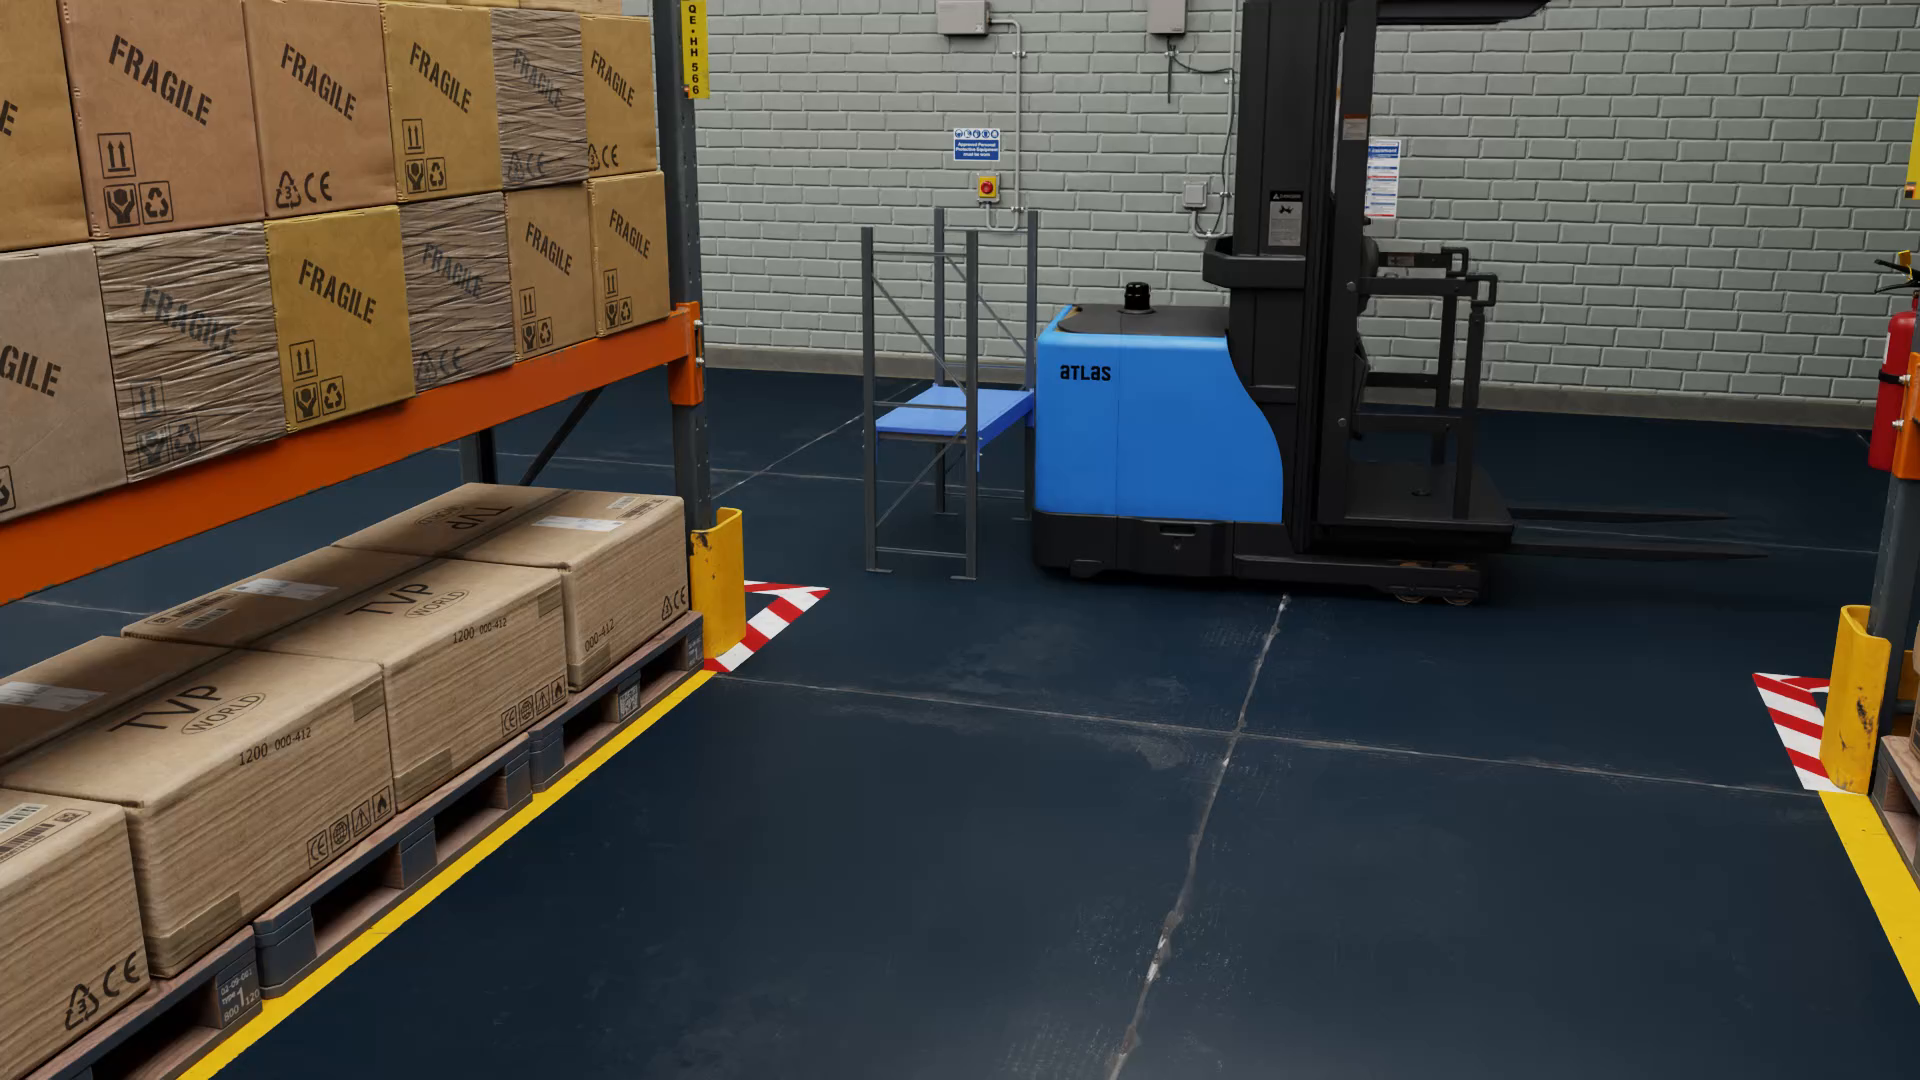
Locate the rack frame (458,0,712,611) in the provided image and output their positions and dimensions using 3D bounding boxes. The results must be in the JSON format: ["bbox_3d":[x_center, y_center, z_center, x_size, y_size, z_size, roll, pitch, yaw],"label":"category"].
[{"bbox_3d":[-1.437,-1.074,6.119,1.000,3.000,0.127,5,16,16],"label":"rack frame"}]

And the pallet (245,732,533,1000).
[{"bbox_3d":[-1.938,0.801,4.619,1.003,0.211,1.213,5,16,16],"label":"pallet"}]

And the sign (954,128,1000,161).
[{"bbox_3d":[0.114,-2.701,11.359,0.327,0.218,0.001,5,16,16],"label":"sign"}]

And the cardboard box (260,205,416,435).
[{"bbox_3d":[-1.748,-0.574,4.172,0.500,0.500,0.500,5,17,18],"label":"cardboard box"}]

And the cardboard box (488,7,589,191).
[{"bbox_3d":[-1.466,-1.320,4.969,0.500,0.500,0.500,5,16,16],"label":"cardboard box"}]

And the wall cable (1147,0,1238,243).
[{"bbox_3d":[1.506,-2.933,10.811,0.588,1.984,0.122,5,16,16],"label":"wall cable"}]

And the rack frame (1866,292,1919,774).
[{"bbox_3d":[3.323,-0.690,4.765,1.000,3.000,0.127,5,16,16],"label":"rack frame"}]

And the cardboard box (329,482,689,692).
[{"bbox_3d":[-1.529,0.137,5.775,0.875,0.438,0.875,4,16,14],"label":"cardboard box"}]

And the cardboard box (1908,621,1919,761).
[{"bbox_3d":[3.058,0.462,4.510,0.797,0.503,0.637,4,16,14],"label":"cardboard box"}]

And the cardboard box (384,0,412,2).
[{"bbox_3d":[-1.657,-1.468,4.303,0.380,0.149,0.250,5,17,17],"label":"cardboard box"}]

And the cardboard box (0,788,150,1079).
[{"bbox_3d":[-2.292,0.847,3.271,0.875,0.438,0.875,4,16,15],"label":"cardboard box"}]

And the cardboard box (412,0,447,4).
[{"bbox_3d":[-1.642,-1.538,4.550,0.380,0.149,0.250,4,16,15],"label":"cardboard box"}]

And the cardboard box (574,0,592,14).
[{"bbox_3d":[-1.396,-1.738,5.254,0.380,0.149,0.250,5,17,17],"label":"cardboard box"}]

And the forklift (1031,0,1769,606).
[{"bbox_3d":[1.877,-1.296,7.028,3.031,2.935,1.130,3,16,10],"label":"forklift"}]

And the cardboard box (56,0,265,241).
[{"bbox_3d":[-1.900,-0.927,3.586,0.500,0.500,0.500,5,17,17],"label":"cardboard box"}]

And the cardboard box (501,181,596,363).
[{"bbox_3d":[-1.477,-0.845,5.129,0.500,0.500,0.500,4,16,15],"label":"cardboard box"}]

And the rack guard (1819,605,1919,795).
[{"bbox_3d":[3.301,0.532,5.036,1.175,0.500,0.348,5,16,16],"label":"rack guard"}]

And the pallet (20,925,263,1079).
[{"bbox_3d":[-2.283,1.121,3.490,1.003,0.211,1.213,5,16,16],"label":"pallet"}]

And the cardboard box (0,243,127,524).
[{"bbox_3d":[-2.042,-0.309,3.240,0.500,0.500,0.500,5,17,16],"label":"cardboard box"}]

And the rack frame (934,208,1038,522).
[{"bbox_3d":[0.120,-0.832,8.015,0.500,1.500,0.032,5,16,16],"label":"rack frame"}]

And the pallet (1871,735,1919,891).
[{"bbox_3d":[3.076,0.880,4.340,1.003,0.211,1.213,5,16,16],"label":"pallet"}]

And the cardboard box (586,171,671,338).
[{"bbox_3d":[-1.320,-0.975,5.588,0.500,0.500,0.500,5,17,16],"label":"cardboard box"}]

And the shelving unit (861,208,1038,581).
[{"bbox_3d":[-0.024,-0.699,7.546,0.538,1.500,1.048,5,16,16],"label":"shelving unit"}]

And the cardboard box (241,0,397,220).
[{"bbox_3d":[-1.755,-1.059,4.050,0.500,0.500,0.500,5,16,15],"label":"cardboard box"}]

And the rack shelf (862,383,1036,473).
[{"bbox_3d":[-0.024,-0.526,7.595,0.538,0.185,1.000,5,16,16],"label":"rack shelf"}]

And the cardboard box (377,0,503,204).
[{"bbox_3d":[-1.610,-1.190,4.514,0.500,0.500,0.500,5,16,16],"label":"cardboard box"}]

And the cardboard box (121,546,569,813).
[{"bbox_3d":[-1.781,0.377,4.929,0.875,0.438,0.875,5,17,17],"label":"cardboard box"}]

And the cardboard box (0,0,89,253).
[{"bbox_3d":[-2.057,-0.794,3.116,0.500,0.500,0.500,4,16,15],"label":"cardboard box"}]

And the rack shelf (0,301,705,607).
[{"bbox_3d":[-2.005,-0.205,4.372,1.077,0.370,4.000,5,16,16],"label":"rack shelf"}]

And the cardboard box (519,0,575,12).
[{"bbox_3d":[-1.389,-1.663,4.993,0.380,0.149,0.250,4,16,15],"label":"cardboard box"}]

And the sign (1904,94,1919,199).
[{"bbox_3d":[2.803,-1.149,4.795,0.100,0.325,0.005,5,16,16],"label":"sign"}]

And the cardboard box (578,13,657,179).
[{"bbox_3d":[-1.346,-1.459,5.459,0.500,0.500,0.500,5,17,18],"label":"cardboard box"}]

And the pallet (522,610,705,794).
[{"bbox_3d":[-1.589,0.483,5.741,1.003,0.211,1.213,5,16,16],"label":"pallet"}]

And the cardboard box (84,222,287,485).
[{"bbox_3d":[-1.895,-0.439,3.697,0.500,0.500,0.500,5,17,16],"label":"cardboard box"}]

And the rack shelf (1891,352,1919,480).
[{"bbox_3d":[2.755,0.179,3.019,1.077,0.370,4.000,5,16,16],"label":"rack shelf"}]

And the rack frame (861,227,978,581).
[{"bbox_3d":[-0.169,-0.566,7.077,0.500,1.500,0.032,5,16,16],"label":"rack frame"}]

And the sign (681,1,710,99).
[{"bbox_3d":[-0.921,-1.699,5.767,0.100,0.325,0.005,5,16,16],"label":"sign"}]

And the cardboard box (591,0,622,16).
[{"bbox_3d":[-1.347,-1.806,5.495,0.380,0.149,0.250,5,17,17],"label":"cardboard box"}]

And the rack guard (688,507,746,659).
[{"bbox_3d":[-1.430,0.122,6.482,1.175,0.500,0.348,5,16,16],"label":"rack guard"}]

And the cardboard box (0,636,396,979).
[{"bbox_3d":[-2.039,0.613,4.097,0.875,0.438,0.875,4,16,14],"label":"cardboard box"}]

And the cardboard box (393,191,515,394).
[{"bbox_3d":[-1.614,-0.710,4.652,0.500,0.500,0.500,5,17,17],"label":"cardboard box"}]

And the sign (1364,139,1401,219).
[{"bbox_3d":[2.648,-2.320,10.686,0.329,0.494,0.001,5,16,16],"label":"sign"}]

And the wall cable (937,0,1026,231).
[{"bbox_3d":[0.143,-3.055,11.183,0.585,1.953,0.123,5,16,16],"label":"wall cable"}]

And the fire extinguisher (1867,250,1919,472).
[{"bbox_3d":[2.922,-0.548,5.089,0.296,0.674,0.183,5,16,16],"label":"fire extinguisher"}]

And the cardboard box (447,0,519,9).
[{"bbox_3d":[-1.500,-1.601,4.772,0.380,0.149,0.250,5,17,17],"label":"cardboard box"}]
